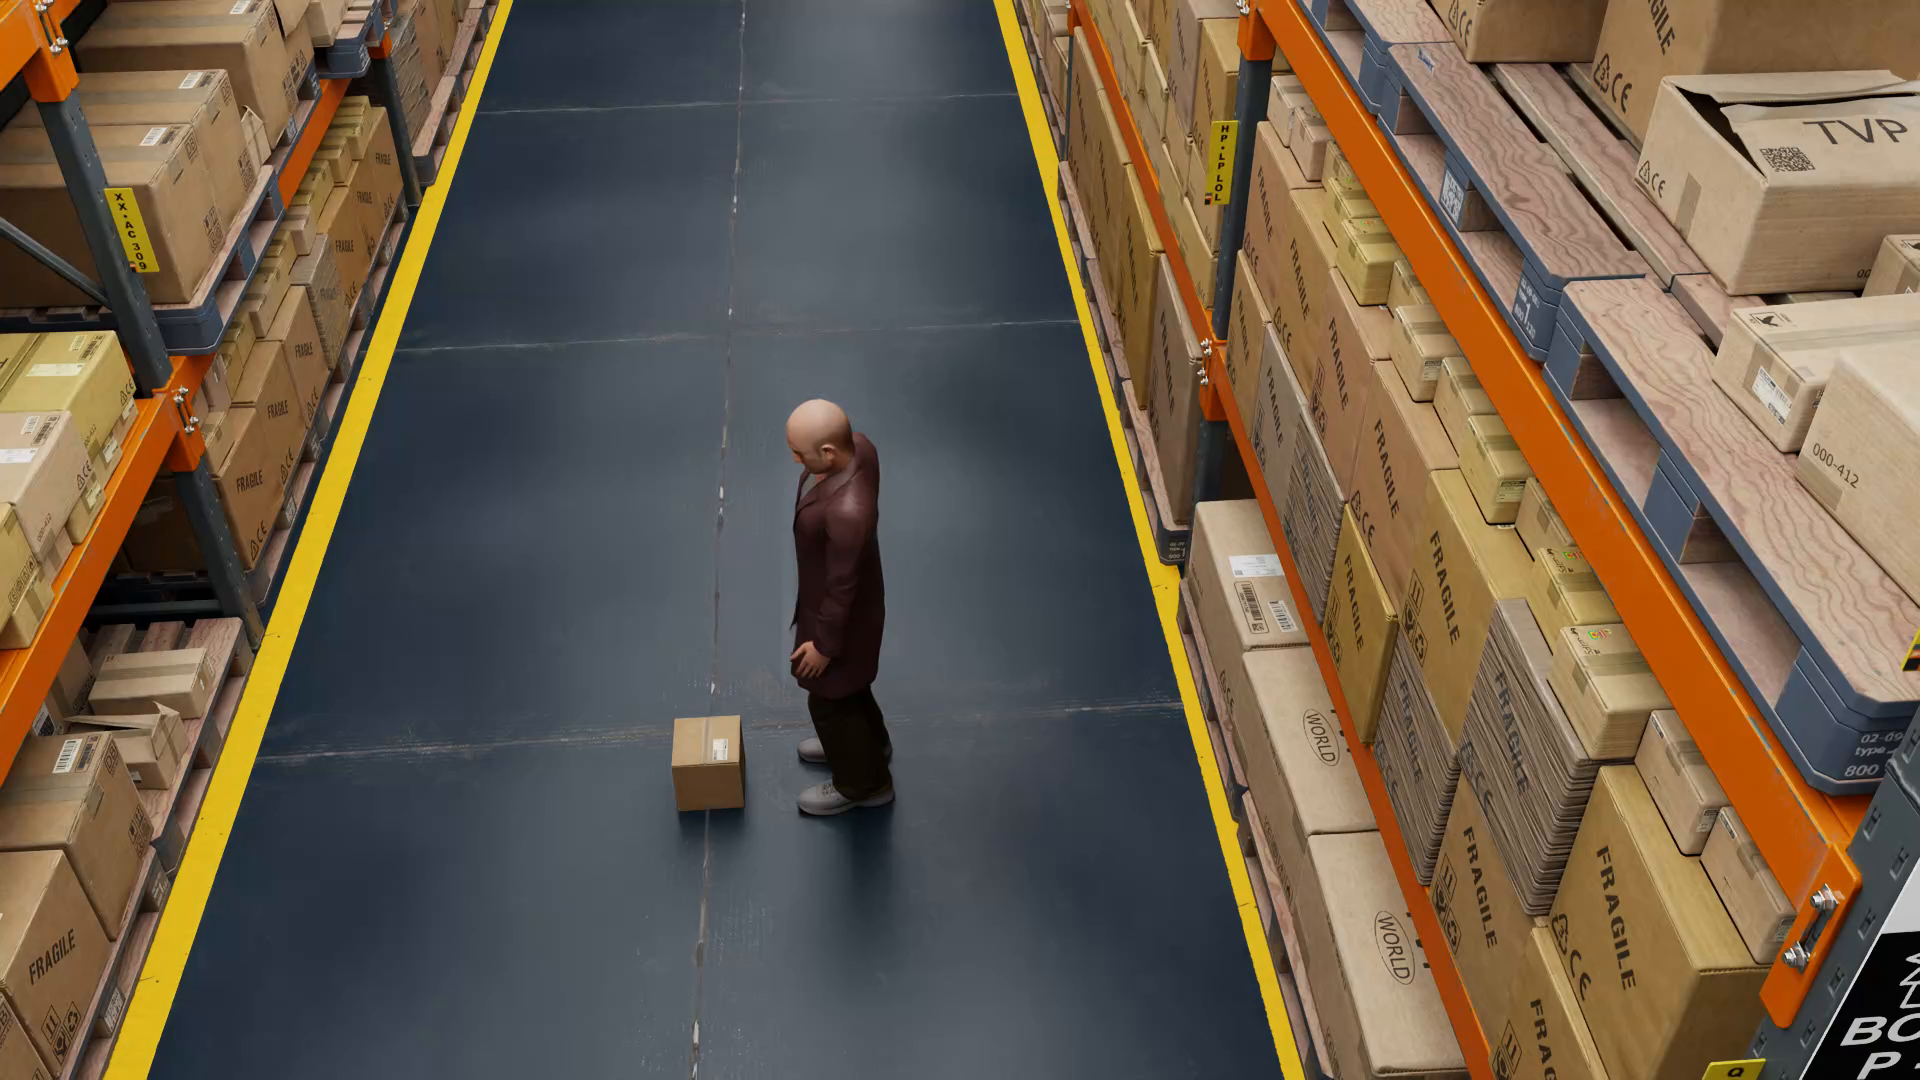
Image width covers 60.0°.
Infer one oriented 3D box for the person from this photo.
[{"bbox_3d":[-0.442,0.251,5.868,0.378,1.765,0.567,-2,39,-3],"label":"person"}]
